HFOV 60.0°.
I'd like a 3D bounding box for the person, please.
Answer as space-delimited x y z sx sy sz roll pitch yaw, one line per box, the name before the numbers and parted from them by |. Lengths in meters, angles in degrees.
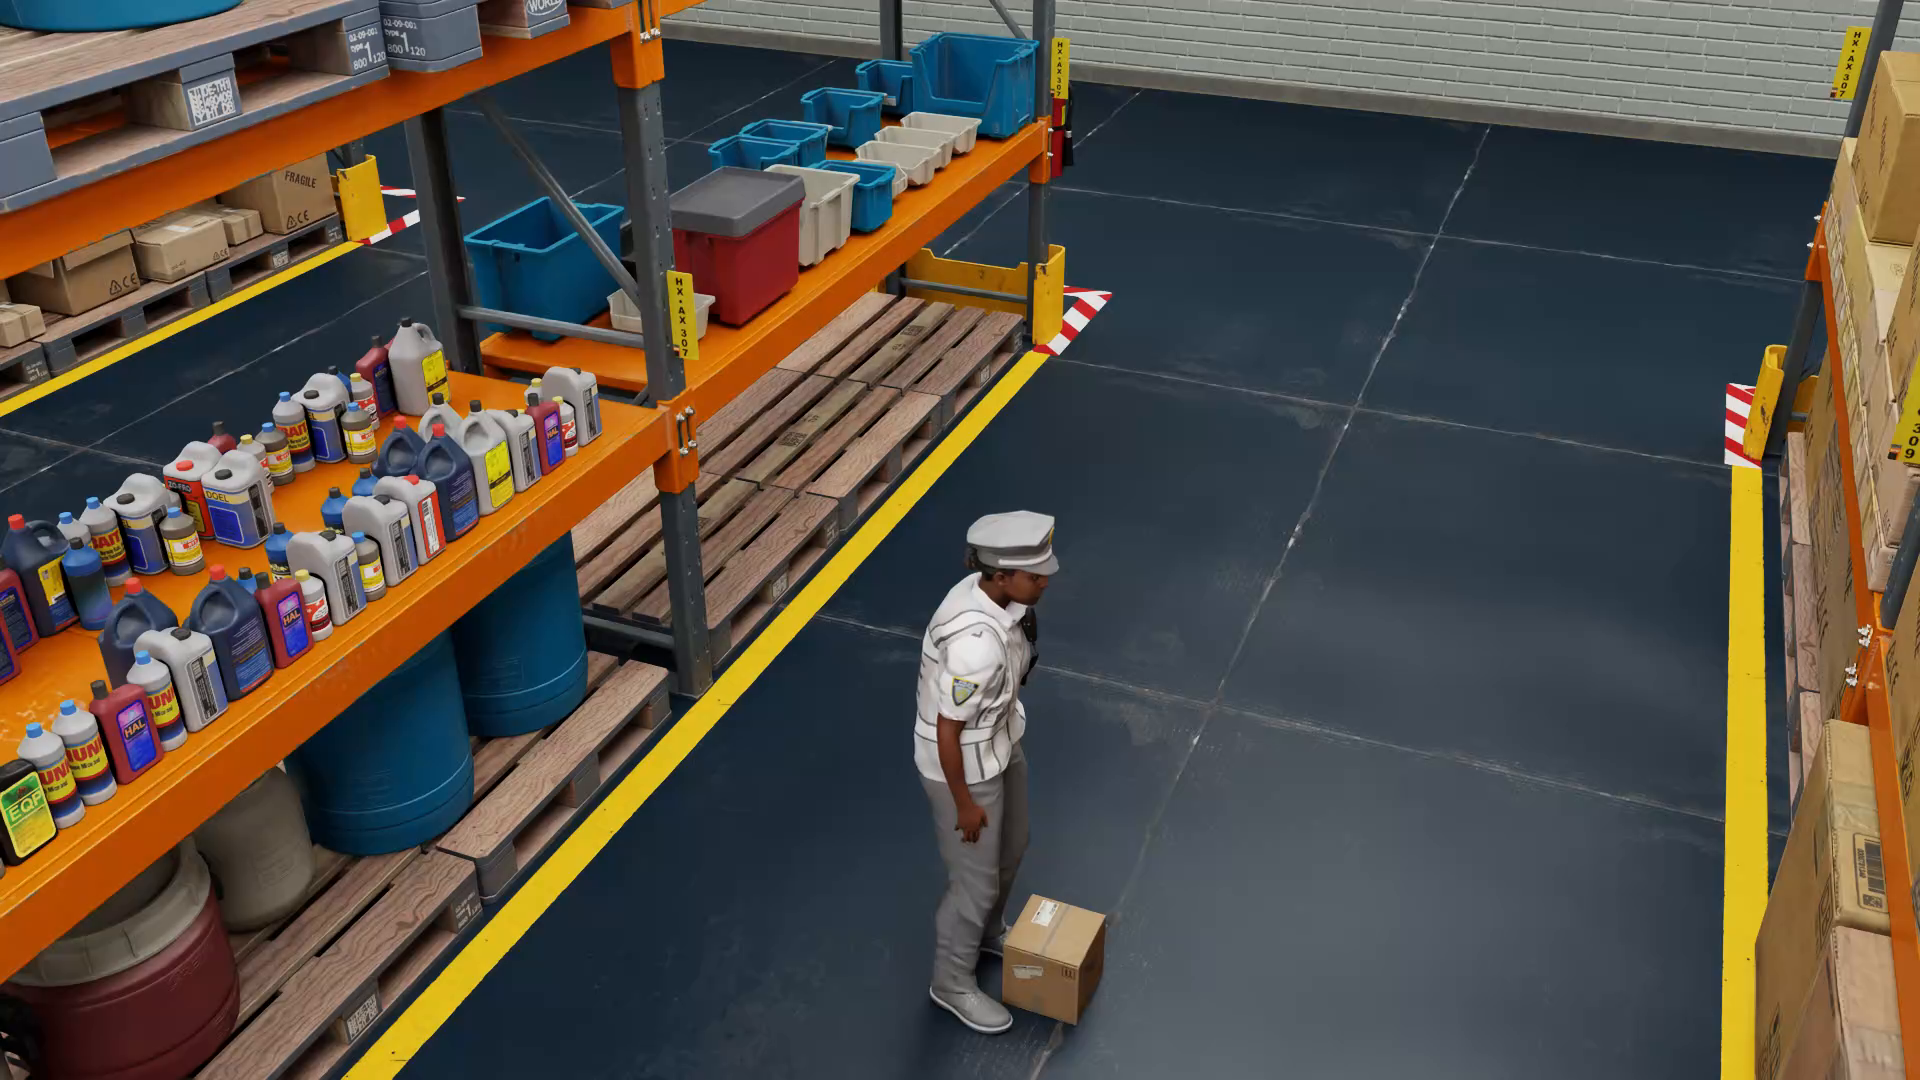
person | 0.072 0.672 4.958 0.396 1.657 0.520 10 31 17
